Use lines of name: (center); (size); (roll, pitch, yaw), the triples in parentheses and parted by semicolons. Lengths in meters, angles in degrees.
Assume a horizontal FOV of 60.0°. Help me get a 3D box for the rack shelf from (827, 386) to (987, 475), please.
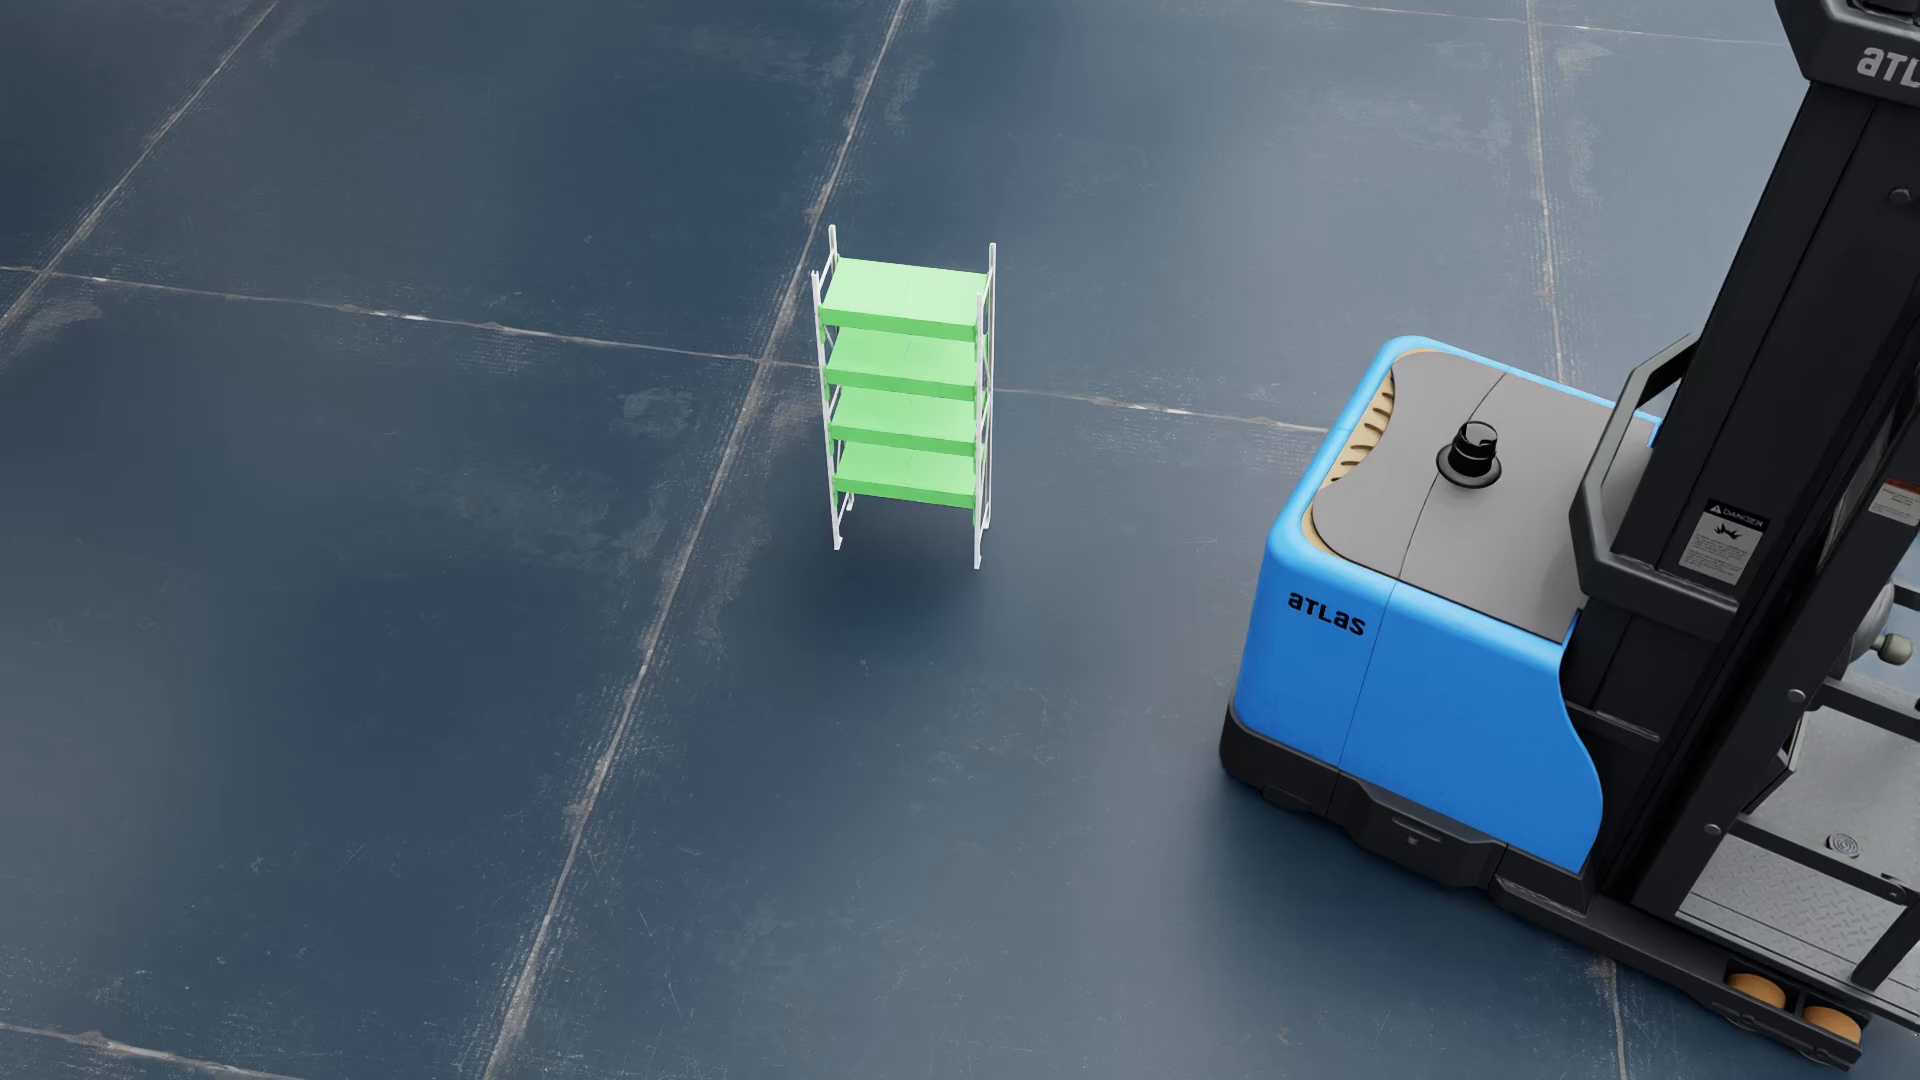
rack shelf: (-0.163, -0.380, 5.371); (0.480, 0.148, 0.258); (8, 49, 7)

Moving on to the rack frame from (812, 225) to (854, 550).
rack frame: (-0.403, -0.455, 5.352); (0.015, 1.200, 0.240); (8, 49, 7)

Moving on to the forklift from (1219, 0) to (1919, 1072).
forklift: (2.326, -0.026, 3.803); (3.031, 2.935, 1.130); (23, 52, 19)

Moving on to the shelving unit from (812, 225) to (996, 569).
shelving unit: (-0.163, -0.423, 5.323); (0.503, 1.200, 0.258); (8, 49, 7)

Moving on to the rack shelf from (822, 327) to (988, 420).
rack shelf: (-0.163, -0.541, 5.192); (0.480, 0.148, 0.258); (8, 49, 7)

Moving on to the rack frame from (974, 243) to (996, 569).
rack frame: (0.077, -0.391, 5.294); (0.015, 1.200, 0.240); (8, 49, 7)

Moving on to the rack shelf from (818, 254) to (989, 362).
rack shelf: (-0.163, -0.701, 5.014); (0.480, 0.148, 0.258); (8, 49, 7)

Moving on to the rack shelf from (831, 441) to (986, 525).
rack shelf: (-0.163, -0.220, 5.549); (0.480, 0.148, 0.258); (8, 49, 7)
